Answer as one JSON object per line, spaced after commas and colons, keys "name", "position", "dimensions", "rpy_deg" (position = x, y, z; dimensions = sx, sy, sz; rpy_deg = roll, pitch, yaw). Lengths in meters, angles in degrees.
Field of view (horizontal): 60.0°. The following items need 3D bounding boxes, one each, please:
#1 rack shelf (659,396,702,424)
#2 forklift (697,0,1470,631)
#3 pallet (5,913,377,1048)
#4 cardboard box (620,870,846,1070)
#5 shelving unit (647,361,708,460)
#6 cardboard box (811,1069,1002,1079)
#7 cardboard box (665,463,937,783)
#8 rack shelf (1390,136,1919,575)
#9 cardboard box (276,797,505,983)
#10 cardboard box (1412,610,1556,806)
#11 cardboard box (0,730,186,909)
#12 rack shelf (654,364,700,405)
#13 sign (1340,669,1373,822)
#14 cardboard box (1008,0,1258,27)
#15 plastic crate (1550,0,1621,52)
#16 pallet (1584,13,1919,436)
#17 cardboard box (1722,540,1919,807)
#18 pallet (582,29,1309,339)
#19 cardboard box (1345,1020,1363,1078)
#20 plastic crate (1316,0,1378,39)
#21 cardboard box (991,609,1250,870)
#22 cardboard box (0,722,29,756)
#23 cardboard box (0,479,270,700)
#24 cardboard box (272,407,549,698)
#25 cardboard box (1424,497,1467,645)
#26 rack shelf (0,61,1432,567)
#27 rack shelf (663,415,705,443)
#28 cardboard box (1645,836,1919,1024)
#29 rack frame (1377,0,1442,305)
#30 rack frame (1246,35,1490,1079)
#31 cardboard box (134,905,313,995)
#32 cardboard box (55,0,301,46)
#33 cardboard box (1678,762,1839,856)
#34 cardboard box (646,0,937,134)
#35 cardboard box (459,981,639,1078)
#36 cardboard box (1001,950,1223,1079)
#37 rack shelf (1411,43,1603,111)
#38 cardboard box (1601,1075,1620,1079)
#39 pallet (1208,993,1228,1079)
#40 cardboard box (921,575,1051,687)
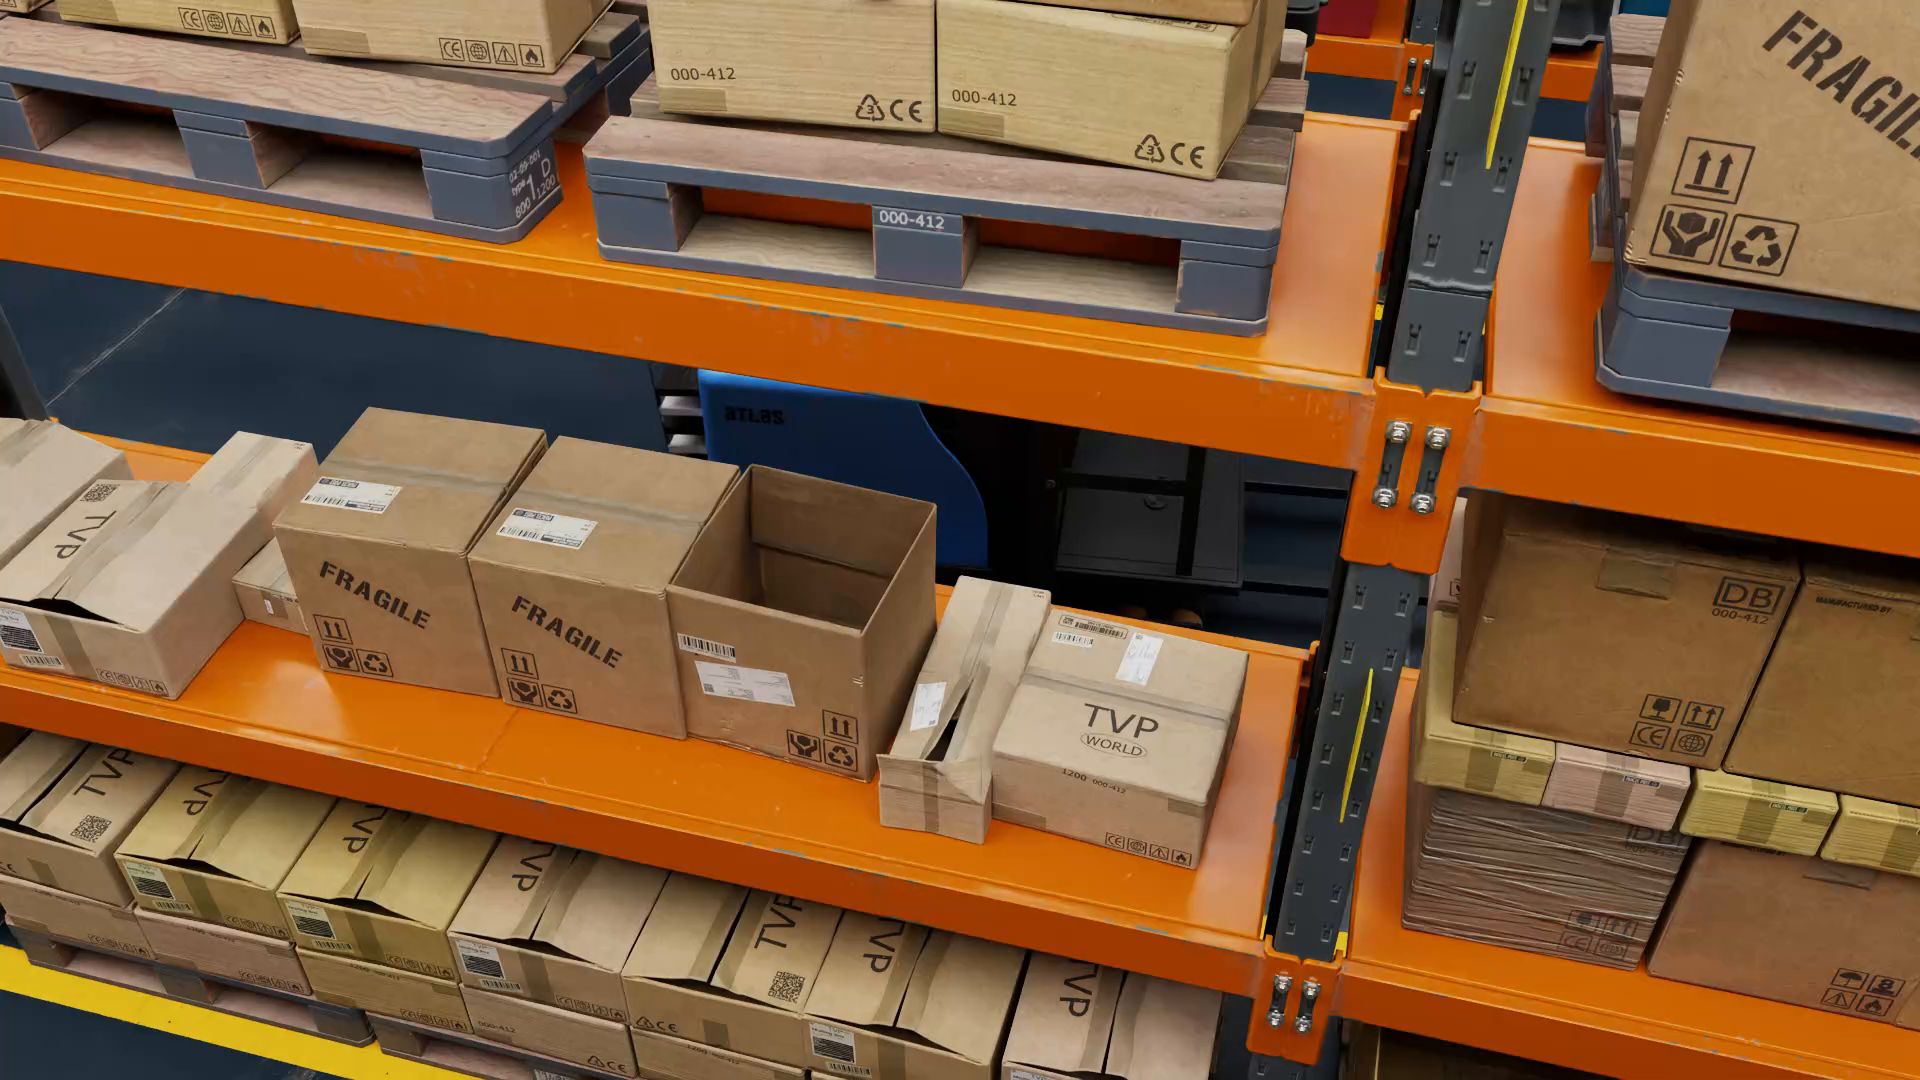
{"name": "rack shelf", "position": [-1.035, -0.553, 6.470], "dimensions": [0.200, 0.077, 0.258], "rpy_deg": [2, 40, 9]}
{"name": "forklift", "position": [0.621, -1.066, 5.740], "dimensions": [3.031, 2.935, 1.130], "rpy_deg": [5, 40, 6]}
{"name": "pallet", "position": [-2.205, 1.025, 5.365], "dimensions": [1.213, 0.211, 1.003], "rpy_deg": [10, 41, 11]}
{"name": "cardboard box", "position": [-0.578, 1.083, 4.504], "dimensions": [0.500, 0.311, 0.500], "rpy_deg": [10, 41, 11]}
{"name": "shelving unit", "position": [-1.023, -0.440, 6.563], "dimensions": [0.210, 0.900, 0.258], "rpy_deg": [2, 40, 9]}
{"name": "cardboard box", "position": [-0.090, 1.380, 4.586], "dimensions": [0.500, 0.250, 0.500], "rpy_deg": [9, 41, 11]}
{"name": "cardboard box", "position": [-0.373, 0.198, 4.104], "dimensions": [0.500, 0.500, 0.500], "rpy_deg": [13, 42, 15]}
{"name": "rack shelf", "position": [2.805, -0.079, 2.739], "dimensions": [4.000, 0.370, 1.077], "rpy_deg": [10, 41, 11]}
{"name": "cardboard box", "position": [-1.559, 0.912, 4.707], "dimensions": [0.500, 0.311, 0.500], "rpy_deg": [9, 41, 10]}
{"name": "cardboard box", "position": [1.083, 0.340, 3.431], "dimensions": [0.250, 0.149, 0.380], "rpy_deg": [10, 41, 11]}
{"name": "cardboard box", "position": [-2.561, 0.743, 4.908], "dimensions": [0.500, 0.311, 0.500], "rpy_deg": [11, 41, 13]}
{"name": "rack shelf", "position": [-1.042, -0.623, 6.413], "dimensions": [0.200, 0.077, 0.258], "rpy_deg": [2, 40, 9]}
{"name": "sign", "position": [0.743, 0.387, 3.118], "dimensions": [0.005, 0.325, 0.100], "rpy_deg": [10, 41, 11]}
{"name": "cardboard box", "position": [0.288, -1.205, 2.727], "dimensions": [0.500, 0.500, 0.500], "rpy_deg": [10, 41, 12]}
{"name": "plastic crate", "position": [2.630, -2.425, 7.354], "dimensions": [0.504, 0.338, 0.767], "rpy_deg": [10, 41, 11]}
{"name": "pallet", "position": [1.704, -0.527, 2.782], "dimensions": [1.213, 0.211, 1.003], "rpy_deg": [10, 41, 11]}
{"name": "cardboard box", "position": [1.792, 0.080, 3.236], "dimensions": [0.500, 0.500, 0.700], "rpy_deg": [10, 41, 11]}
{"name": "pallet", "position": [0.018, -0.752, 3.130], "dimensions": [1.217, 0.209, 0.805], "rpy_deg": [8, 41, 10]}
{"name": "cardboard box", "position": [1.378, 1.295, 4.687], "dimensions": [0.500, 0.250, 0.500], "rpy_deg": [10, 41, 11]}
{"name": "plastic crate", "position": [1.611, -2.530, 7.380], "dimensions": [0.583, 0.464, 0.402], "rpy_deg": [10, 41, 11]}
{"name": "cardboard box", "position": [0.387, 0.464, 3.981], "dimensions": [0.500, 0.250, 0.500], "rpy_deg": [12, 42, 14]}
{"name": "cardboard box", "position": [-3.356, 0.332, 5.624], "dimensions": [0.500, 0.500, 0.500], "rpy_deg": [11, 41, 13]}
{"name": "cardboard box", "position": [-2.177, 0.100, 4.368], "dimensions": [0.500, 0.311, 0.500], "rpy_deg": [9, 41, 11]}
{"name": "cardboard box", "position": [-1.365, 0.027, 4.308], "dimensions": [0.500, 0.500, 0.500], "rpy_deg": [8, 41, 9]}
{"name": "cardboard box", "position": [1.192, 0.087, 3.732], "dimensions": [0.250, 0.149, 0.380], "rpy_deg": [10, 41, 11]}
{"name": "rack shelf", "position": [-1.059, -0.744, 3.531], "dimensions": [4.000, 0.370, 1.077], "rpy_deg": [10, 41, 11]}
{"name": "rack shelf", "position": [-1.028, -0.484, 6.527], "dimensions": [0.200, 0.077, 0.258], "rpy_deg": [2, 40, 9]}
{"name": "cardboard box", "position": [1.815, 0.577, 3.653], "dimensions": [0.500, 0.500, 0.700], "rpy_deg": [9, 41, 11]}
{"name": "rack frame", "position": [2.157, -2.615, 7.532], "dimensions": [0.127, 3.000, 1.000], "rpy_deg": [10, 41, 11]}
{"name": "rack frame", "position": [0.873, 0.462, 3.868], "dimensions": [0.127, 3.000, 1.000], "rpy_deg": [10, 41, 11]}
{"name": "cardboard box", "position": [-2.075, 1.041, 4.989], "dimensions": [0.500, 0.250, 0.500], "rpy_deg": [9, 41, 10]}
{"name": "cardboard box", "position": [-1.477, -1.237, 3.348], "dimensions": [0.500, 0.250, 0.500], "rpy_deg": [9, 41, 11]}
{"name": "cardboard box", "position": [1.575, 0.423, 3.331], "dimensions": [0.250, 0.149, 0.380], "rpy_deg": [9, 41, 10]}
{"name": "cardboard box", "position": [-0.251, -0.988, 3.052], "dimensions": [0.500, 0.250, 0.500], "rpy_deg": [6, 40, 7]}
{"name": "cardboard box", "position": [-1.076, 1.209, 4.789], "dimensions": [0.500, 0.250, 0.500], "rpy_deg": [11, 41, 12]}
{"name": "cardboard box", "position": [0.408, 1.250, 4.305], "dimensions": [0.500, 0.311, 0.500], "rpy_deg": [10, 41, 11]}
{"name": "rack shelf", "position": [4.089, -2.007, 7.367], "dimensions": [4.000, 0.370, 1.077], "rpy_deg": [10, 41, 11]}
{"name": "cardboard box", "position": [1.726, 1.416, 3.960], "dimensions": [0.500, 0.500, 0.500], "rpy_deg": [10, 41, 11]}
{"name": "pallet", "position": [0.152, 1.431, 4.882], "dimensions": [1.213, 0.211, 1.003], "rpy_deg": [10, 41, 11]}
{"name": "cardboard box", "position": [0.070, 0.283, 4.275], "dimensions": [0.250, 0.149, 0.380], "rpy_deg": [10, 41, 11]}
